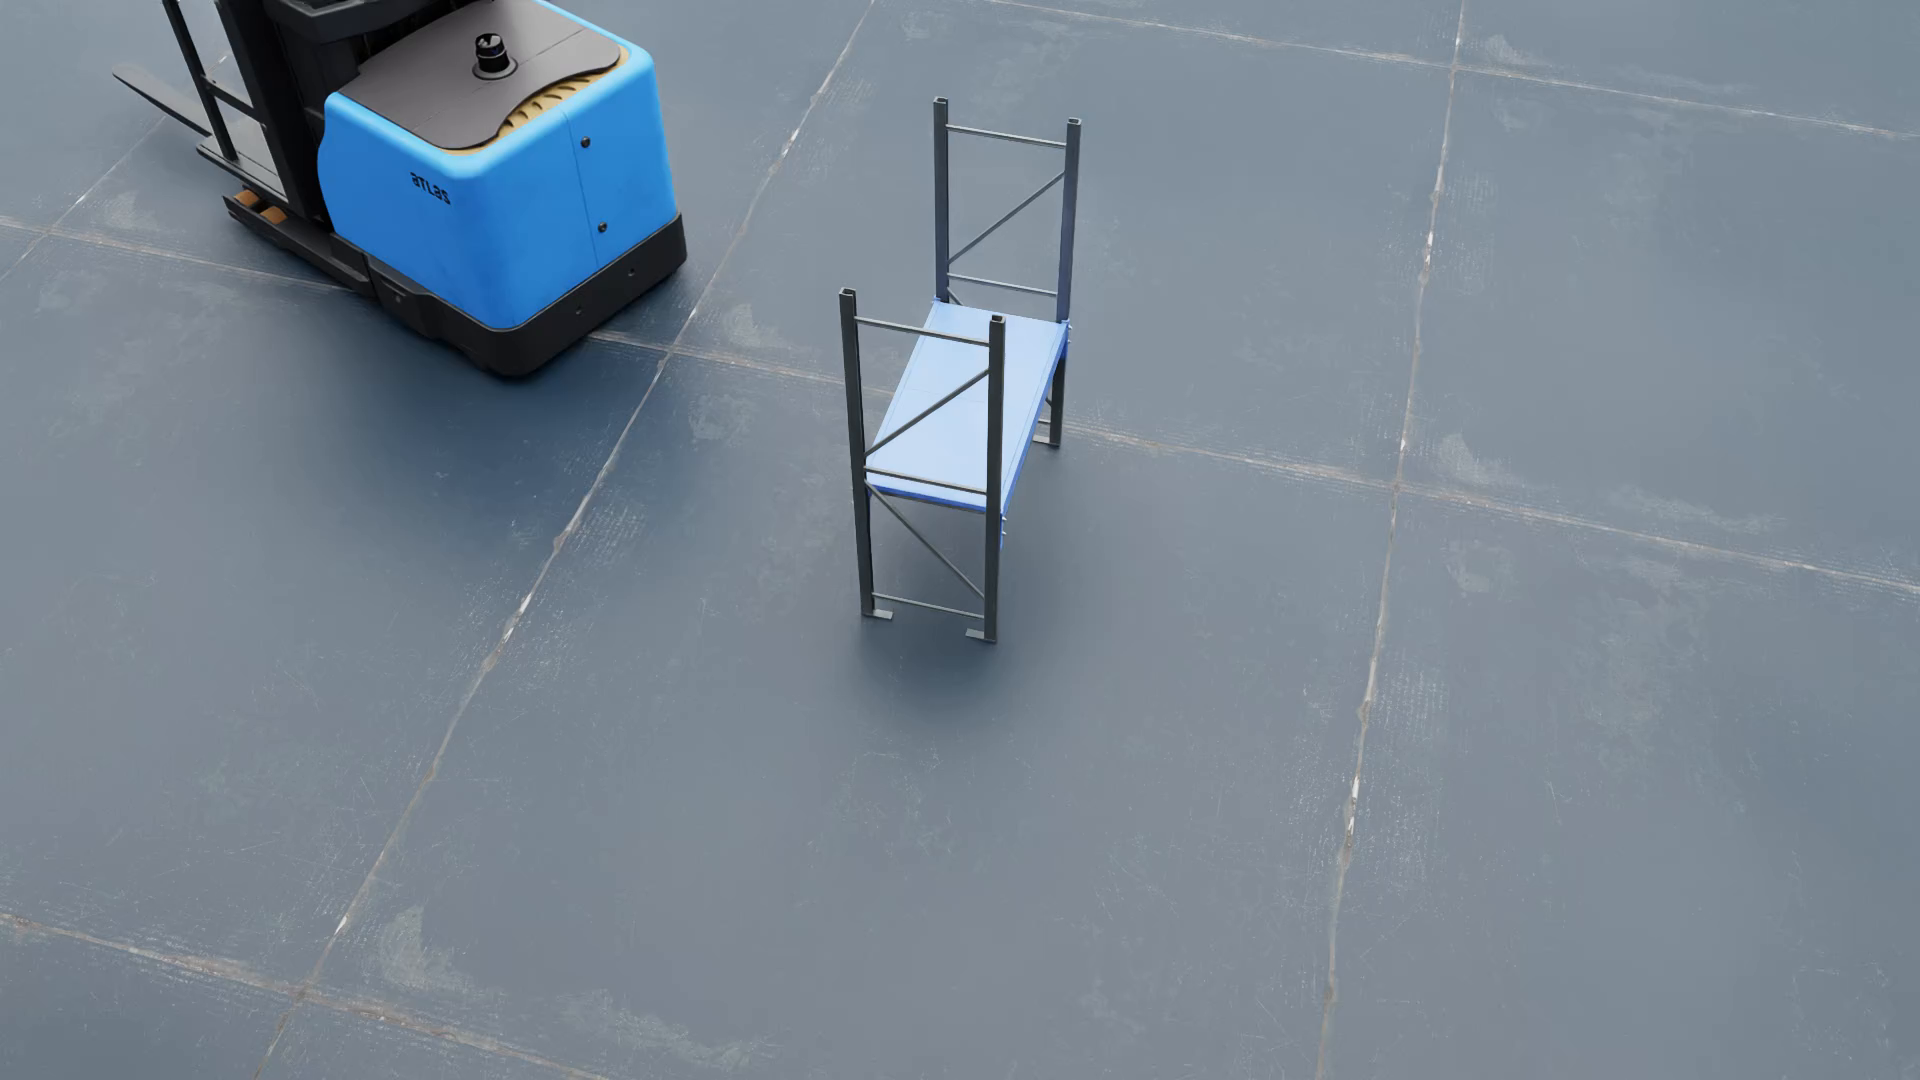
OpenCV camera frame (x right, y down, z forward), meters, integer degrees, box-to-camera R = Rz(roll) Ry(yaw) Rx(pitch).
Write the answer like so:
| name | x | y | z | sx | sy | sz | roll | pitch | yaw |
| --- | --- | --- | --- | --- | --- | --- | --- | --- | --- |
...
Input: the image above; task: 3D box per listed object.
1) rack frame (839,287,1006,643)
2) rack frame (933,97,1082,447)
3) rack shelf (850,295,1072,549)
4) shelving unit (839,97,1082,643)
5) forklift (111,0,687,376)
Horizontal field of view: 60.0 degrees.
| name | x | y | z | sx | sy | sz | roll | pitch | yaw |
| --- | --- | --- | --- | --- | --- | --- | --- | --- | --- |
| rack frame | -0.111 | -0.190 | 5.418 | 0.500 | 1.500 | 0.032 | 12 | 50 | 10 |
| rack frame | 0.156 | -0.926 | 6.067 | 0.500 | 1.500 | 0.032 | 12 | 50 | 10 |
| rack shelf | 0.022 | -0.439 | 5.877 | 0.538 | 0.185 | 1.000 | 12 | 50 | 10 |
| shelving unit | 0.022 | -0.558 | 5.742 | 0.538 | 1.500 | 1.048 | 12 | 50 | 10 |
| forklift | -2.659 | -2.565 | 6.559 | 3.031 | 2.935 | 1.130 | 31 | 55 | 24 |
